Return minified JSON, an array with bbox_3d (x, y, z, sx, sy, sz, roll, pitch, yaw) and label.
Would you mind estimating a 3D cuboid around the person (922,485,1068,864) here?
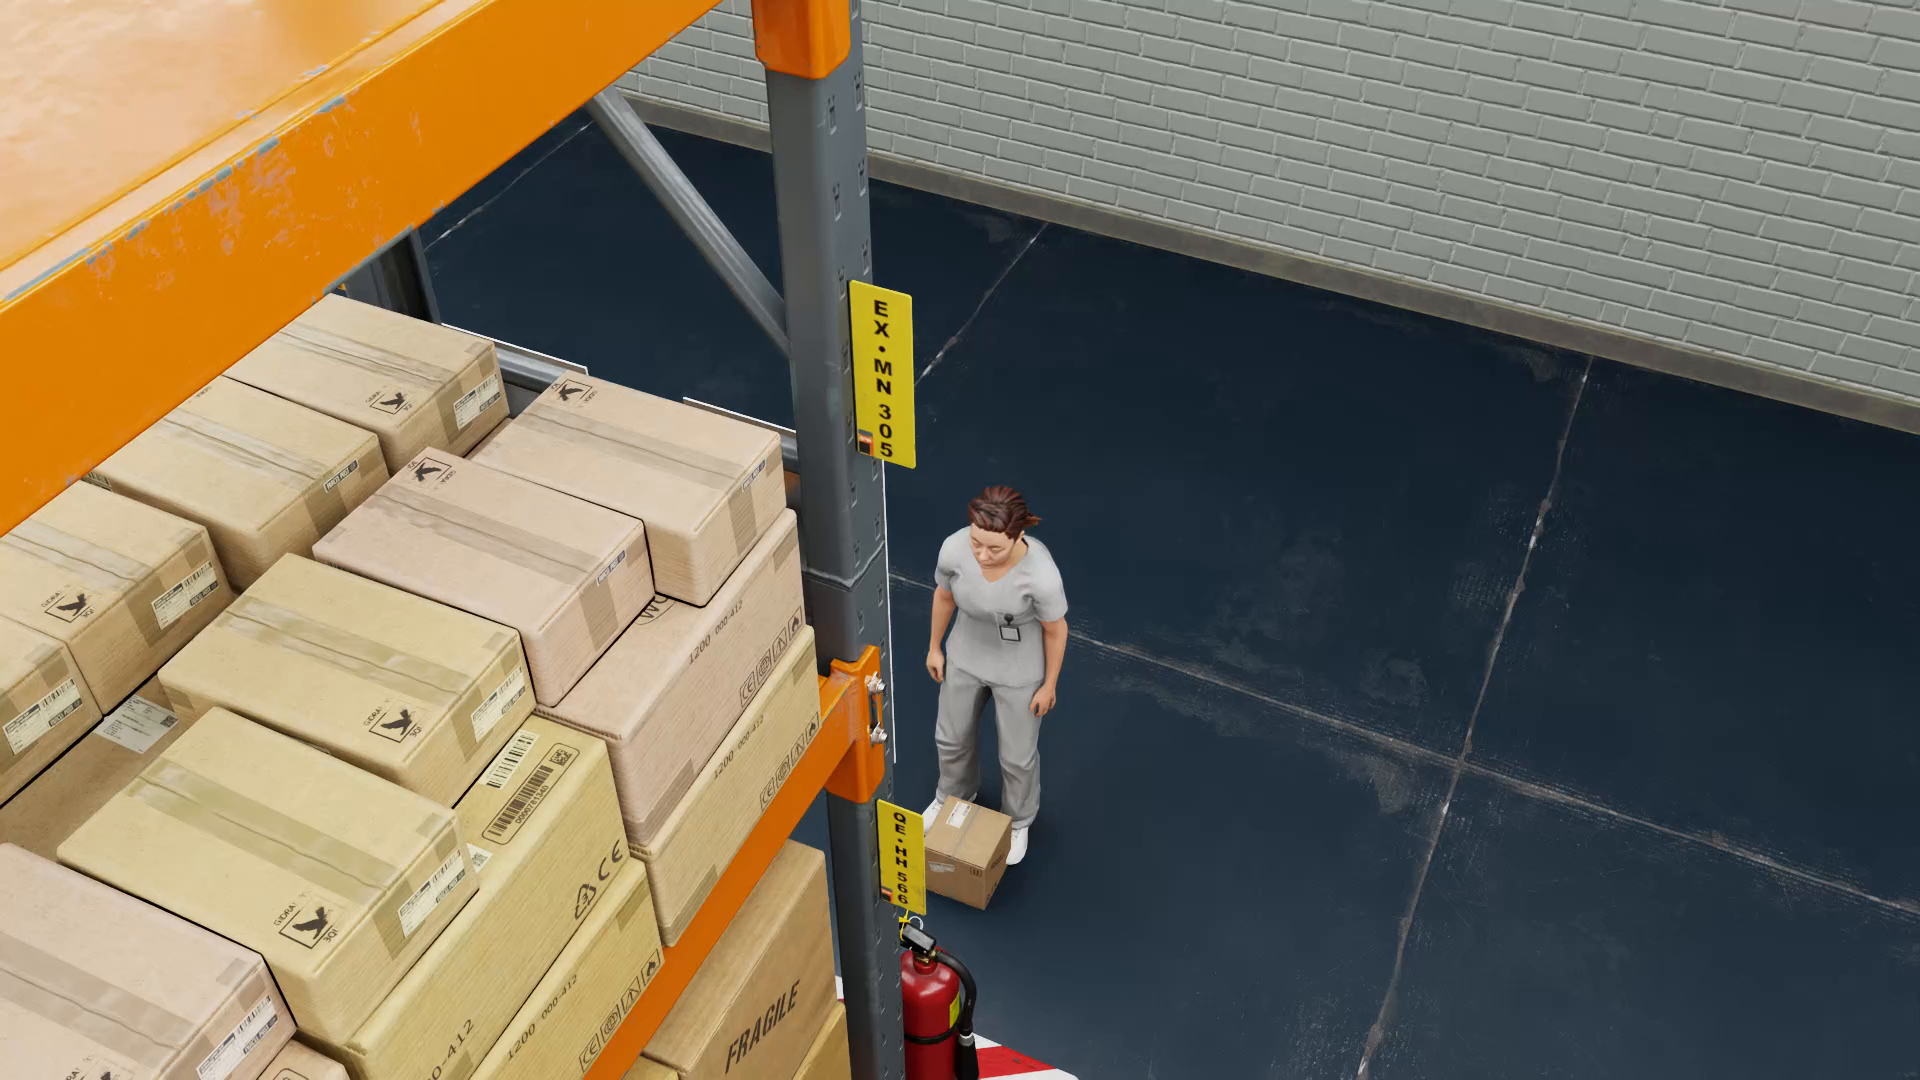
[{"bbox_3d":[0.116,0.439,5.676,0.486,1.672,0.357,17,45,18],"label":"person"}]
